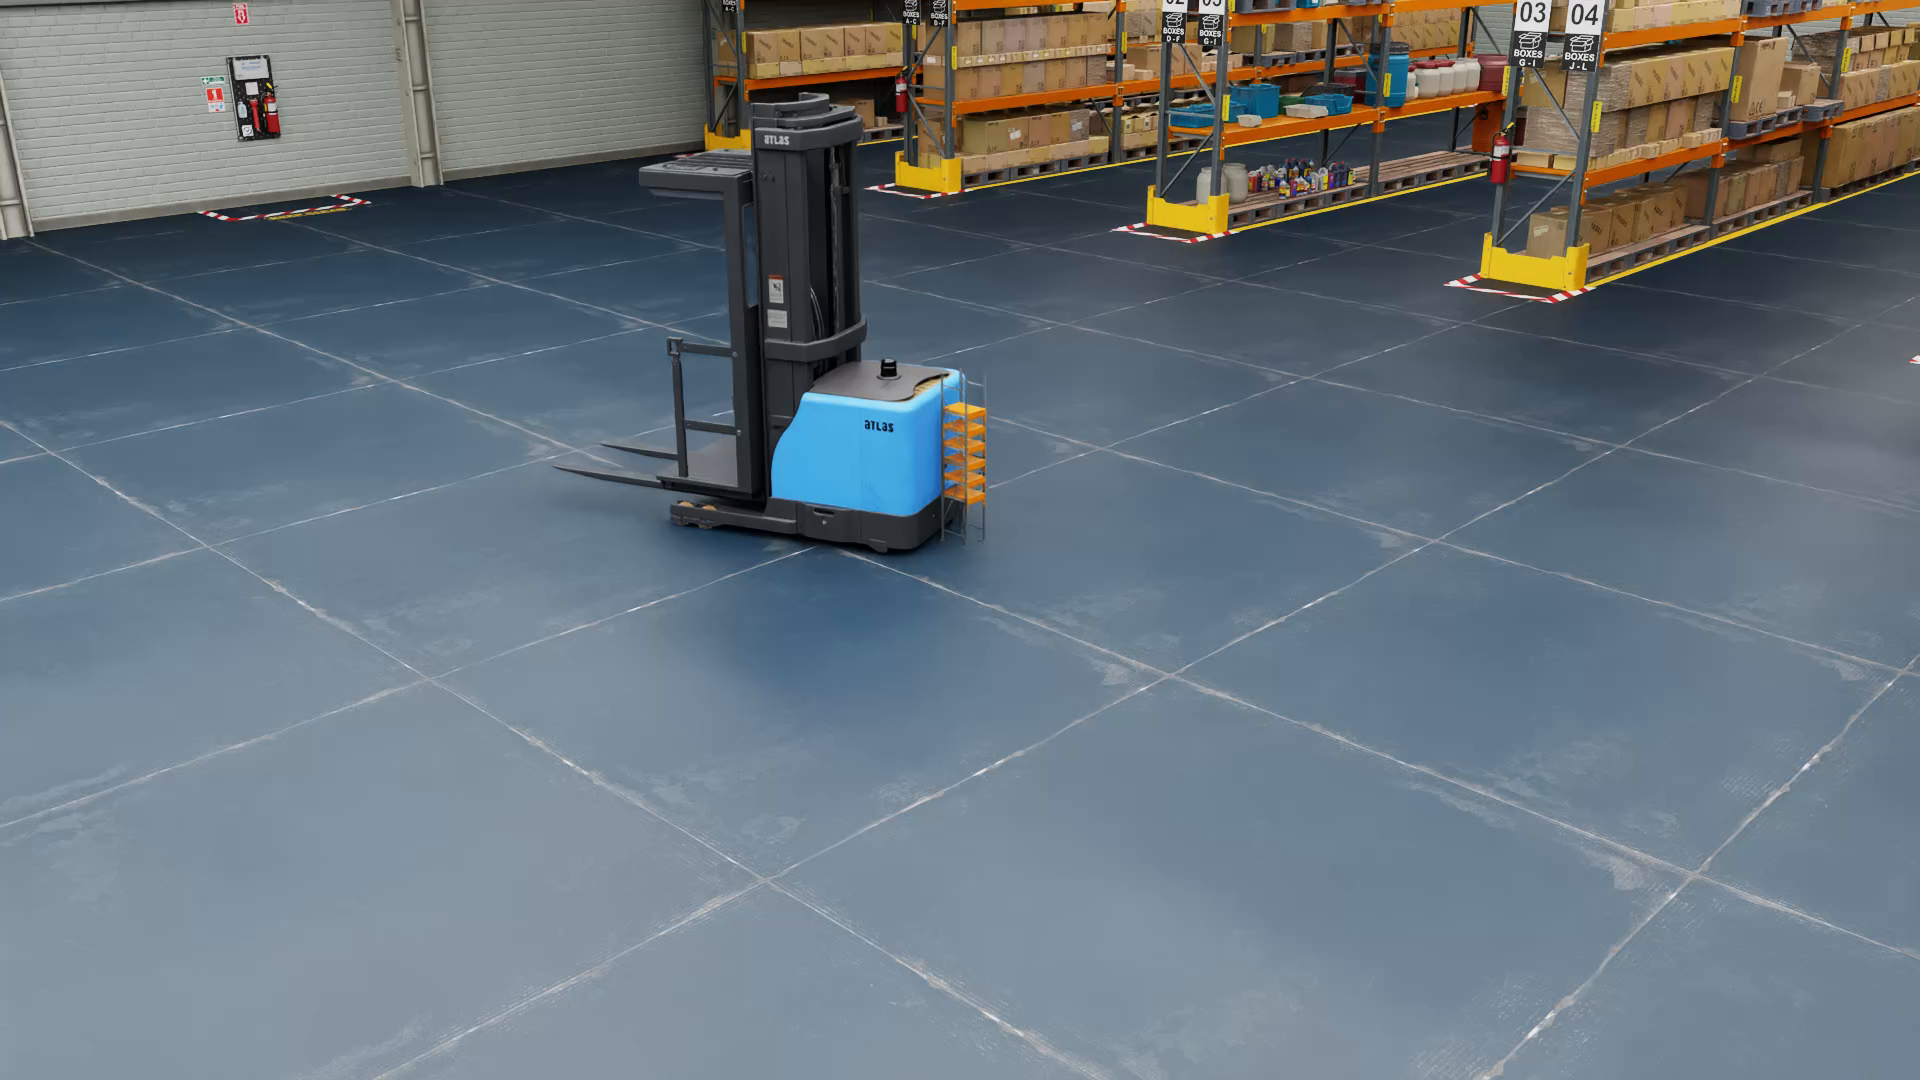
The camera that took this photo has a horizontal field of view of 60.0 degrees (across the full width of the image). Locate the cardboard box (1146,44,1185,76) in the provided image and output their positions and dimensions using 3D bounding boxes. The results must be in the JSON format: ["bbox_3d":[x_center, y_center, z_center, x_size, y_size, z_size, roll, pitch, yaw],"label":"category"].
[{"bbox_3d":[3.576,-8.408,29.129,0.500,0.500,0.500,19,28,41],"label":"cardboard box"}]

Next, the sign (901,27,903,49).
[{"bbox_3d":[-0.858,-7.666,25.394,0.100,0.325,0.005,19,28,41],"label":"sign"}]

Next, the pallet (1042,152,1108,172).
[{"bbox_3d":[1.727,-6.408,27.952,1.003,0.211,1.213,19,28,41],"label":"pallet"}]

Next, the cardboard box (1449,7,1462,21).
[{"bbox_3d":[10.217,-11.188,34.969,0.500,0.500,0.500,-19,28,-41],"label":"cardboard box"}]

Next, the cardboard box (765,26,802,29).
[{"bbox_3d":[-3.139,-8.839,29.526,0.500,0.500,0.500,18,28,39],"label":"cardboard box"}]

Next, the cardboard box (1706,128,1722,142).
[{"bbox_3d":[9.467,-5.177,21.213,0.380,0.149,0.250,19,28,41],"label":"cardboard box"}]

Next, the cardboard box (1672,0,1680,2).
[{"bbox_3d":[8.220,-6.396,19.507,0.380,0.149,0.250,18,27,39],"label":"cardboard box"}]

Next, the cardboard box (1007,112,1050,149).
[{"bbox_3d":[1.103,-6.605,26.780,0.500,0.500,0.500,19,28,41],"label":"cardboard box"}]

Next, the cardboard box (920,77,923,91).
[{"bbox_3d":[-0.434,-8.838,32.215,0.500,0.250,0.500,19,28,40],"label":"cardboard box"}]

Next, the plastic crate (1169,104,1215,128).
[{"bbox_3d":[3.202,-5.769,22.610,0.499,0.251,0.616,19,28,41],"label":"plastic crate"}]

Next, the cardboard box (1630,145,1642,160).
[{"bbox_3d":[7.853,-4.614,19.749,0.380,0.149,0.250,19,28,41],"label":"cardboard box"}]

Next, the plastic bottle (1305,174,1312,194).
[{"bbox_3d":[5.006,-5.120,23.905,0.097,0.271,0.097,0,21,0],"label":"plastic bottle"}]

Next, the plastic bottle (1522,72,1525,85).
[{"bbox_3d":[9.350,-7.677,27.643,0.097,0.201,0.097,0,21,0],"label":"plastic bottle"}]

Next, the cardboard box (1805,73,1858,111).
[{"bbox_3d":[12.731,-6.555,24.308,0.500,0.500,0.500,-19,28,-40],"label":"cardboard box"}]

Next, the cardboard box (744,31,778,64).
[{"bbox_3d":[-3.483,-8.451,28.517,0.500,0.500,0.500,19,28,41],"label":"cardboard box"}]

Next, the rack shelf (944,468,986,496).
[{"bbox_3d":[0.023,-0.399,11.399,0.258,0.103,0.180,18,28,39],"label":"rack shelf"}]

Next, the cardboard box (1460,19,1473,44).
[{"bbox_3d":[10.565,-10.852,35.487,0.500,0.500,0.500,-19,28,-40],"label":"cardboard box"}]

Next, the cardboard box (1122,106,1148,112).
[{"bbox_3d":[3.097,-7.517,29.416,0.500,0.311,0.500,19,28,40],"label":"cardboard box"}]

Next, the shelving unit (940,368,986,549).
[{"bbox_3d":[0.023,-0.553,11.340,0.258,1.200,0.189,18,28,39],"label":"shelving unit"}]

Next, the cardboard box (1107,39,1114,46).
[{"bbox_3d":[3.008,-10.486,34.999,0.380,0.149,0.250,19,28,41],"label":"cardboard box"}]

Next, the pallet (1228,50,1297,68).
[{"bbox_3d":[5.524,-9.034,31.165,1.213,0.211,1.003,19,28,41],"label":"pallet"}]

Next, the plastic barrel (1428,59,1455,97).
[{"bbox_3d":[7.496,-7.217,25.981,0.433,0.535,0.433,0,21,0],"label":"plastic barrel"}]

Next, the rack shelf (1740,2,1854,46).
[{"bbox_3d":[10.802,-7.002,22.432,1.077,0.370,4.000,19,28,41],"label":"rack shelf"}]

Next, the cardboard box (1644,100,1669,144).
[{"bbox_3d":[8.019,-5.117,20.152,0.875,0.500,0.500,19,28,41],"label":"cardboard box"}]

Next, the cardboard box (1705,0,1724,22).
[{"bbox_3d":[8.904,-6.439,20.175,0.500,0.250,0.500,-19,28,-41],"label":"cardboard box"}]

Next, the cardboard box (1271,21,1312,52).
[{"bbox_3d":[6.235,-9.552,31.520,0.500,0.500,0.700,-14,25,-32],"label":"cardboard box"}]

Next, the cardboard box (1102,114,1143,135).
[{"bbox_3d":[2.778,-7.122,28.388,0.500,0.311,0.500,19,28,41],"label":"cardboard box"}]

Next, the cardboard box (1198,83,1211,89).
[{"bbox_3d":[5.288,-10.523,37.670,0.700,0.500,0.500,19,28,40],"label":"cardboard box"}]

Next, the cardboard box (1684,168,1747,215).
[{"bbox_3d":[10.196,-4.732,22.576,0.700,0.500,0.500,19,28,40],"label":"cardboard box"}]

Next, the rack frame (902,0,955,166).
[{"bbox_3d":[-0.479,-6.875,25.281,1.000,3.000,0.127,19,28,41],"label":"rack frame"}]

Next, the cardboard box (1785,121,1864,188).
[{"bbox_3d":[12.693,-5.828,24.932,1.225,0.875,0.875,18,27,38],"label":"cardboard box"}]

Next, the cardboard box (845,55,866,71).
[{"bbox_3d":[-2.047,-8.625,30.015,0.500,0.250,0.500,19,28,40],"label":"cardboard box"}]

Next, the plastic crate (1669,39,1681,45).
[{"bbox_3d":[14.129,-9.659,32.391,0.616,0.435,0.499,19,28,41],"label":"plastic crate"}]

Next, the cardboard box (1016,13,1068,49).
[{"bbox_3d":[1.305,-8.181,26.732,0.700,0.500,0.500,19,28,41],"label":"cardboard box"}]

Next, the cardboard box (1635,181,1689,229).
[{"bbox_3d":[9.099,-4.360,21.635,0.500,0.500,0.500,18,28,39],"label":"cardboard box"}]

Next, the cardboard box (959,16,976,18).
[{"bbox_3d":[0.376,-9.974,32.589,0.700,0.500,0.500,19,28,41],"label":"cardboard box"}]

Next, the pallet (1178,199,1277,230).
[{"bbox_3d":[3.657,-4.572,23.175,1.003,0.211,1.213,19,28,41],"label":"pallet"}]

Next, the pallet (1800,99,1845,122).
[{"bbox_3d":[11.776,-6.152,23.667,1.213,0.211,1.003,19,28,41],"label":"pallet"}]

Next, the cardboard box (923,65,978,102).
[{"bbox_3d":[-0.144,-7.039,25.567,0.700,0.500,0.500,19,28,41],"label":"cardboard box"}]

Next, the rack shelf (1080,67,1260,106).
[{"bbox_3d":[3.707,-8.082,29.423,1.077,0.370,4.000,19,28,41],"label":"rack shelf"}]

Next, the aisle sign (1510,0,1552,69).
[{"bbox_3d":[6.358,-5.668,18.516,0.394,0.787,0.004,19,28,41],"label":"aisle sign"}]

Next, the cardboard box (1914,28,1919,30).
[{"bbox_3d":[15.854,-8.082,27.171,0.500,0.500,0.500,19,28,41],"label":"cardboard box"}]

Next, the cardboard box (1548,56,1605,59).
[{"bbox_3d":[7.167,-5.380,19.444,0.500,0.500,0.500,19,28,41],"label":"cardboard box"}]

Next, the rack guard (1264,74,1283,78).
[{"bbox_3d":[7.148,-11.066,39.670,1.175,0.500,0.348,19,28,41],"label":"rack guard"}]

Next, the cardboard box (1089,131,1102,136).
[{"bbox_3d":[2.393,-6.995,28.841,0.500,0.250,0.500,19,28,40],"label":"cardboard box"}]

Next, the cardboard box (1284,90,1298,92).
[{"bbox_3d":[6.309,-8.539,32.480,0.500,0.500,0.500,18,27,39],"label":"cardboard box"}]

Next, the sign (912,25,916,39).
[{"bbox_3d":[-0.846,-9.413,30.676,0.100,0.325,0.005,19,28,41],"label":"sign"}]

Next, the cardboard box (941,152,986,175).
[{"bbox_3d":[0.054,-5.870,25.913,0.500,0.250,0.500,19,28,41],"label":"cardboard box"}]

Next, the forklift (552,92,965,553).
[{"bbox_3d":[-1.514,-1.608,11.674,3.031,2.935,1.130,9,23,21],"label":"forklift"}]

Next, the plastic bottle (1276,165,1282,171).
[{"bbox_3d":[4.721,-5.416,24.658,0.133,0.283,0.061,-19,28,-40],"label":"plastic bottle"}]

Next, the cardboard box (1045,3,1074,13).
[{"bbox_3d":[2.071,-10.775,33.800,0.500,0.250,0.500,-19,28,-41],"label":"cardboard box"}]

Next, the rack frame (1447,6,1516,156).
[{"bbox_3d":[8.648,-7.691,27.404,1.000,3.000,0.127,19,28,41],"label":"rack frame"}]

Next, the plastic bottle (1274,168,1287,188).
[{"bbox_3d":[4.693,-5.305,24.379,0.152,0.276,0.135,19,28,41],"label":"plastic bottle"}]

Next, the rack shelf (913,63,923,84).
[{"bbox_3d":[0.155,-9.321,32.646,1.077,0.370,4.000,19,28,41],"label":"rack shelf"}]

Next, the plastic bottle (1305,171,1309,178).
[{"bbox_3d":[5.063,-5.216,24.137,0.061,0.283,0.133,19,28,41],"label":"plastic bottle"}]

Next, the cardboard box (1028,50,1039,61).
[{"bbox_3d":[1.022,-7.667,26.297,0.380,0.149,0.250,20,28,41],"label":"cardboard box"}]

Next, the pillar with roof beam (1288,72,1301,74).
[{"bbox_3d":[11.479,-14.860,37.694,9.100,9.000,0.400,19,28,41],"label":"pillar with roof beam"}]
